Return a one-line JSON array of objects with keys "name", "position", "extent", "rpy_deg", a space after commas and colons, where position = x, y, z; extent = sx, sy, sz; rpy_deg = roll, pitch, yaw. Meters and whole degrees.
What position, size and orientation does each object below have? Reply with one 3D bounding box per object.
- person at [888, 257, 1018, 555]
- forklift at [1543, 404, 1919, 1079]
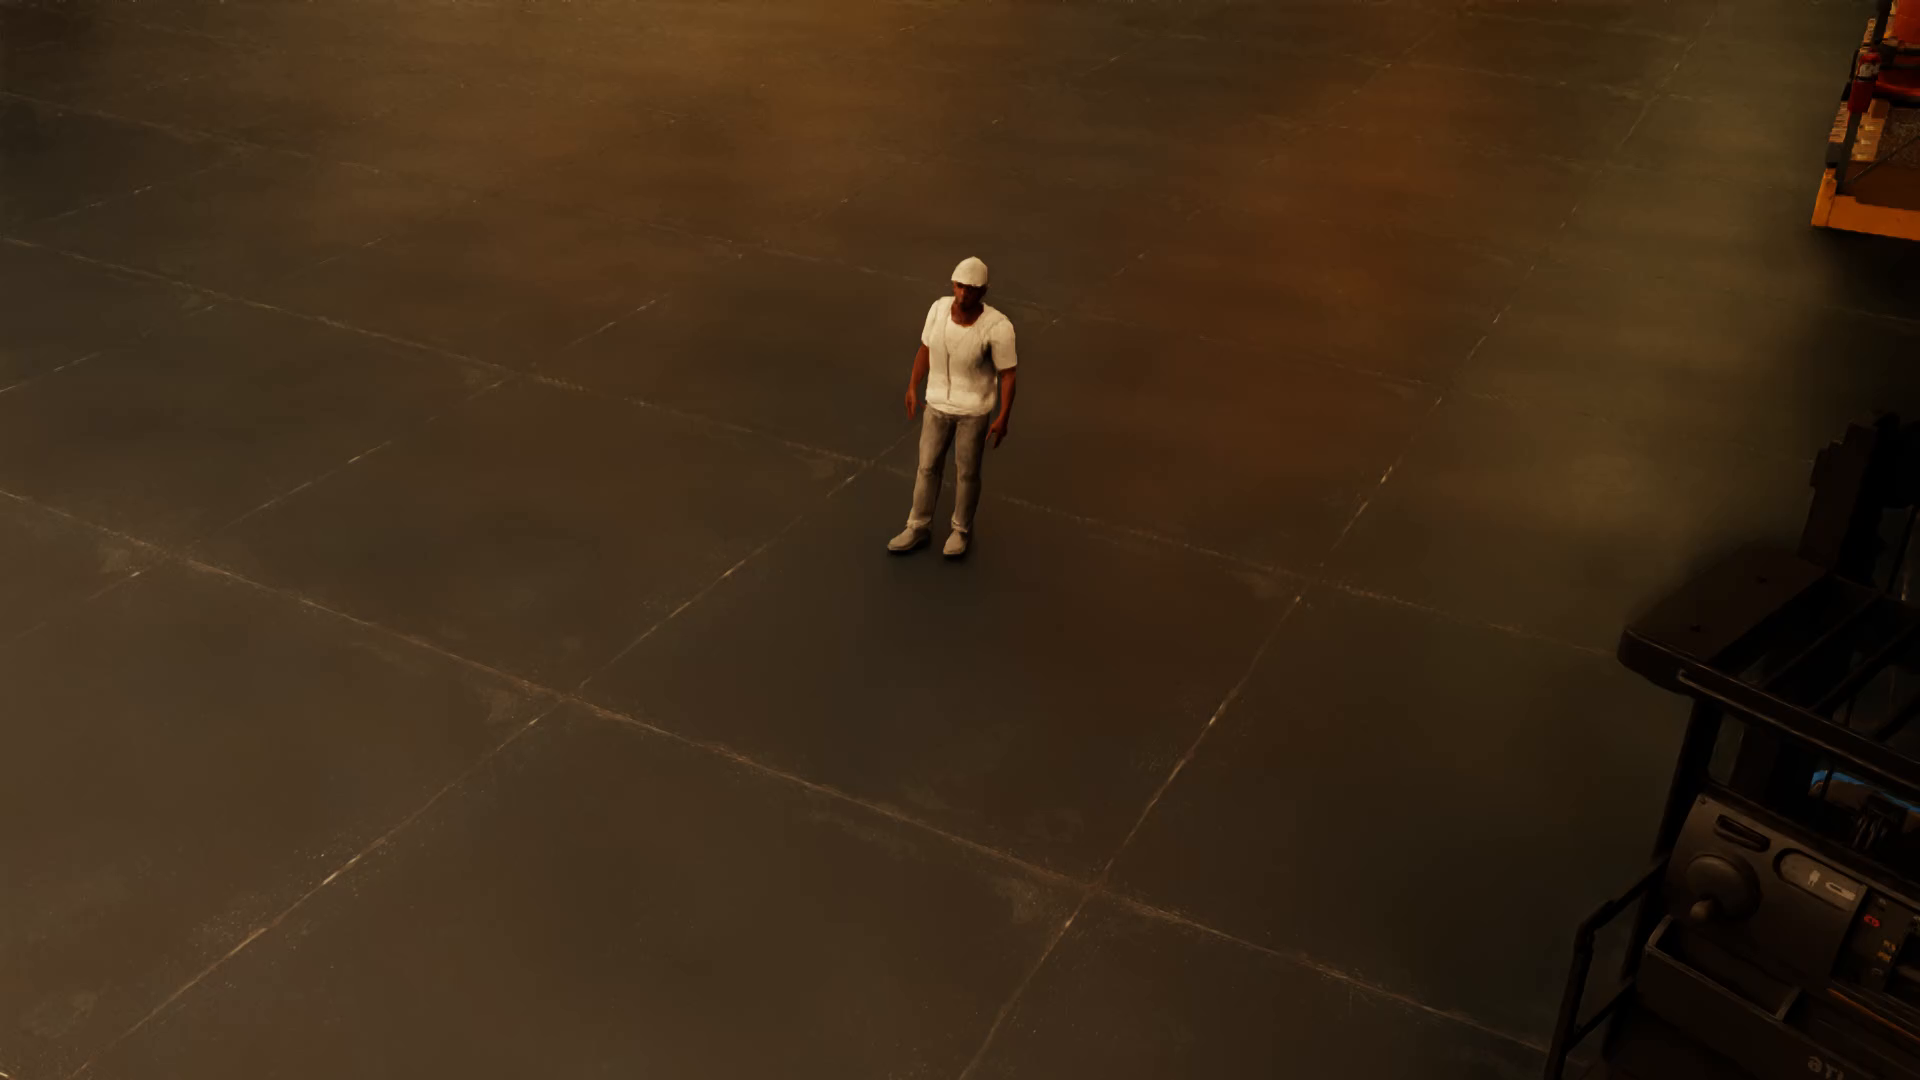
[{"name": "person", "position": [-0.038, -0.740, 9.508], "extent": [0.665, 1.761, 0.576], "rpy_deg": [15, 33, 25]}, {"name": "forklift", "position": [2.523, 1.183, 5.021], "extent": [3.031, 2.935, 1.130], "rpy_deg": [-24, 37, -35]}]
